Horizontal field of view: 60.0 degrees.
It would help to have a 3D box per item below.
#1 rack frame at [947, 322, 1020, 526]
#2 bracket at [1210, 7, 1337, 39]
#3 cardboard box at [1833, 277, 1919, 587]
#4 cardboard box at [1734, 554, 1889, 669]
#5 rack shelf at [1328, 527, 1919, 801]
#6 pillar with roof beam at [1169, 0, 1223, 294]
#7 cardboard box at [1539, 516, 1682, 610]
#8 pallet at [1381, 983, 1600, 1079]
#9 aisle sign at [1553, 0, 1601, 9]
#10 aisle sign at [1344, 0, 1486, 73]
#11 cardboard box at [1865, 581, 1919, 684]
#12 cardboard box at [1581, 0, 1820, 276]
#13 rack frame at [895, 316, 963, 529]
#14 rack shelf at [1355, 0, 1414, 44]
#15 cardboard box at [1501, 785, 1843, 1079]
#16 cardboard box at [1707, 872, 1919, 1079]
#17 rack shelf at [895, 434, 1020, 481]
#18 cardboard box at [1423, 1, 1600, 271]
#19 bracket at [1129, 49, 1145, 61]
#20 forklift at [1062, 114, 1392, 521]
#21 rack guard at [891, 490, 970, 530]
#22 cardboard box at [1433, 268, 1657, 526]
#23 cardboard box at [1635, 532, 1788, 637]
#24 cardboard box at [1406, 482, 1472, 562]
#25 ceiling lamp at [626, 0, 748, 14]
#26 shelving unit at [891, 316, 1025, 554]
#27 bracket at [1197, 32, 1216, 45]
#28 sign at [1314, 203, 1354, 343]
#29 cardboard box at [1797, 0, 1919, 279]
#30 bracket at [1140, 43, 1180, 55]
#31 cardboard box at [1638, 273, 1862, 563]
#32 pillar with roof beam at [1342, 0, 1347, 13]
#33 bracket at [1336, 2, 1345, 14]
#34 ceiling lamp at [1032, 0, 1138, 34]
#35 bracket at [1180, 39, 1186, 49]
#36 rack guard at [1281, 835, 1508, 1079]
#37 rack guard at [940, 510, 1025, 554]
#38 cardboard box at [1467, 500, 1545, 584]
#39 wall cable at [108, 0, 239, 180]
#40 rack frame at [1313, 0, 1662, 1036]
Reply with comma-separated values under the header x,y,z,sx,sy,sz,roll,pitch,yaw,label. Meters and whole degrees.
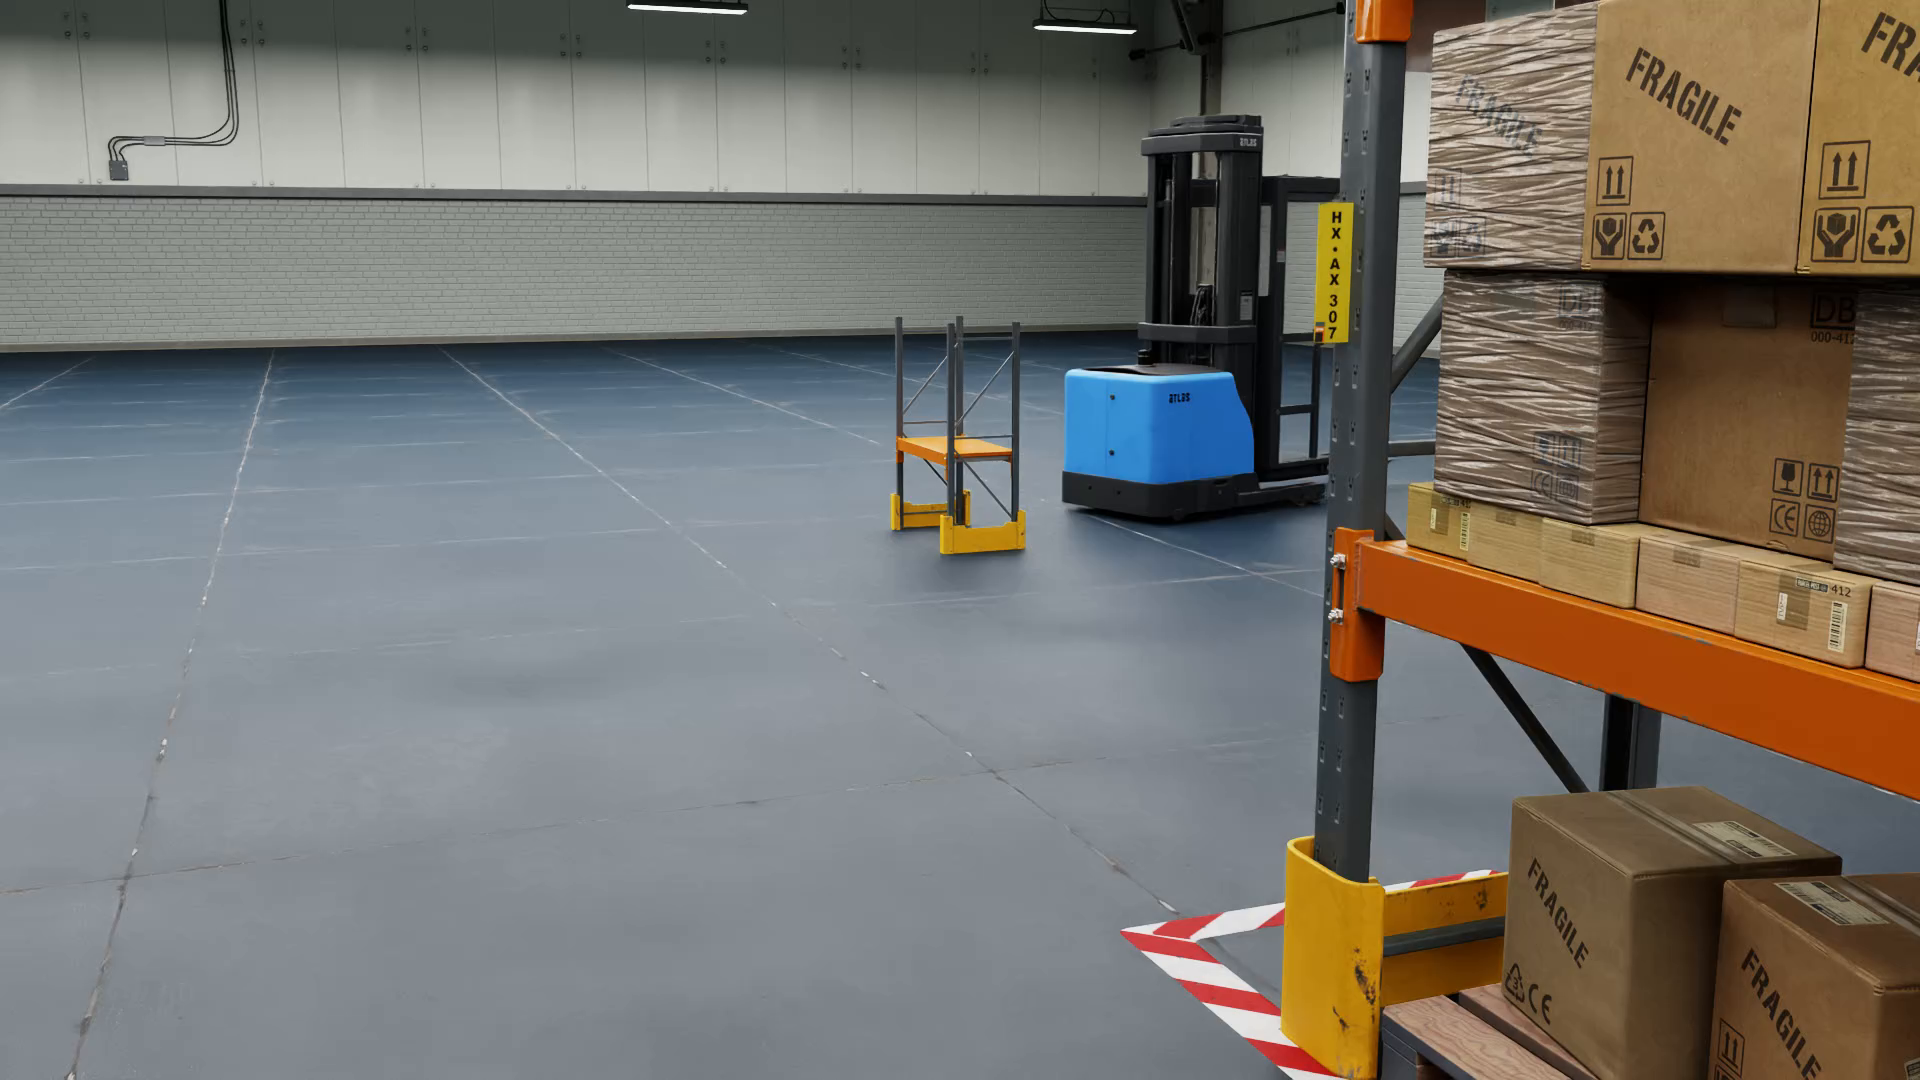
x,y,z,sx,sy,sz,roll,pitch,yaw,label
0.153,-0.669,10.901,0.500,1.500,0.032,-4,11,-21,rack frame
6.181,-10.233,32.975,0.076,0.066,4.783,-4,11,-21,bracket
1.997,-0.183,2.751,0.875,0.500,0.500,-4,11,-21,cardboard box
1.614,0.112,2.941,0.380,0.149,0.250,-4,11,-21,cardboard box
2.114,0.443,2.418,1.077,0.370,4.000,-4,11,-21,rack shelf
1.416,-8.698,34.626,9.100,9.000,0.548,-4,11,-21,pillar with roof beam
1.420,0.032,3.395,0.380,0.149,0.250,-4,11,-21,cardboard box
1.679,1.283,3.607,1.003,0.211,1.213,-4,11,-21,pallet
1.647,-1.547,4.127,0.394,0.787,0.004,-4,11,-21,aisle sign
1.087,-1.509,3.913,0.394,0.787,0.004,-4,11,-21,aisle sign
1.730,0.151,2.721,0.380,0.149,0.250,-4,11,-21,cardboard box
1.510,-0.736,3.005,0.500,0.500,0.500,-4,11,-21,cardboard box
-0.215,-0.835,11.834,0.500,1.500,0.032,-4,11,-21,rack frame
2.114,-1.034,2.156,1.077,0.370,4.000,-4,11,-21,rack shelf
1.600,0.889,3.794,0.500,0.500,0.500,-2,10,-10,cardboard box
1.849,0.985,3.257,0.500,0.500,0.500,-1,10,-6,cardboard box
-0.031,-0.575,11.399,0.538,0.185,1.000,-4,11,-21,rack shelf
1.335,-0.818,3.466,0.500,0.500,0.500,-4,11,-21,cardboard box
4.088,-11.176,38.276,0.235,0.232,0.430,-4,11,-21,bracket
2.235,-1.766,12.979,3.031,2.935,1.130,-8,13,-39,forklift
-0.208,-0.217,11.925,0.587,0.250,0.087,-4,11,-21,rack guard
1.563,-0.342,3.641,0.875,0.500,0.500,-4,11,-21,cardboard box
1.530,0.071,3.173,0.380,0.149,0.250,-4,11,-21,cardboard box
1.271,-0.052,3.866,0.380,0.149,0.250,-4,11,-21,cardboard box
-4.636,-10.434,27.716,2.000,3.185,0.800,-4,11,-21,ceiling lamp
-0.028,-0.751,11.359,0.587,1.500,1.083,-4,11,-21,shelving unit
5.248,-10.654,35.339,0.235,0.232,0.430,-4,11,-21,bracket
0.884,-0.629,3.921,0.100,0.325,0.005,-4,11,-21,sign
1.692,-0.655,2.547,0.500,0.500,0.500,-4,11,-21,cardboard box
4.302,-11.079,37.734,0.076,0.066,3.189,-4,11,-21,bracket
1.856,-0.268,3.225,0.875,0.500,0.500,-4,11,-21,cardboard box
3.590,-7.719,29.120,9.100,9.000,0.548,-4,11,-21,pillar with roof beam
7.121,-9.810,30.595,0.235,0.232,0.430,-4,11,-21,bracket
2.205,-10.900,30.335,2.000,3.185,0.800,-4,11,-21,ceiling lamp
4.947,-10.789,36.101,0.235,0.232,0.430,-4,11,-21,bracket
1.417,1.006,4.340,1.175,0.500,0.348,-4,11,-21,rack guard
0.153,-0.054,11.011,0.587,0.250,0.087,-4,11,-21,rack guard
1.343,-0.010,3.630,0.380,0.149,0.250,-4,11,-21,cardboard box
-14.912,-9.812,31.173,2.305,6.003,0.169,-4,11,-21,wall cable
1.390,-0.238,4.190,1.000,3.000,0.127,-4,11,-21,rack frame
